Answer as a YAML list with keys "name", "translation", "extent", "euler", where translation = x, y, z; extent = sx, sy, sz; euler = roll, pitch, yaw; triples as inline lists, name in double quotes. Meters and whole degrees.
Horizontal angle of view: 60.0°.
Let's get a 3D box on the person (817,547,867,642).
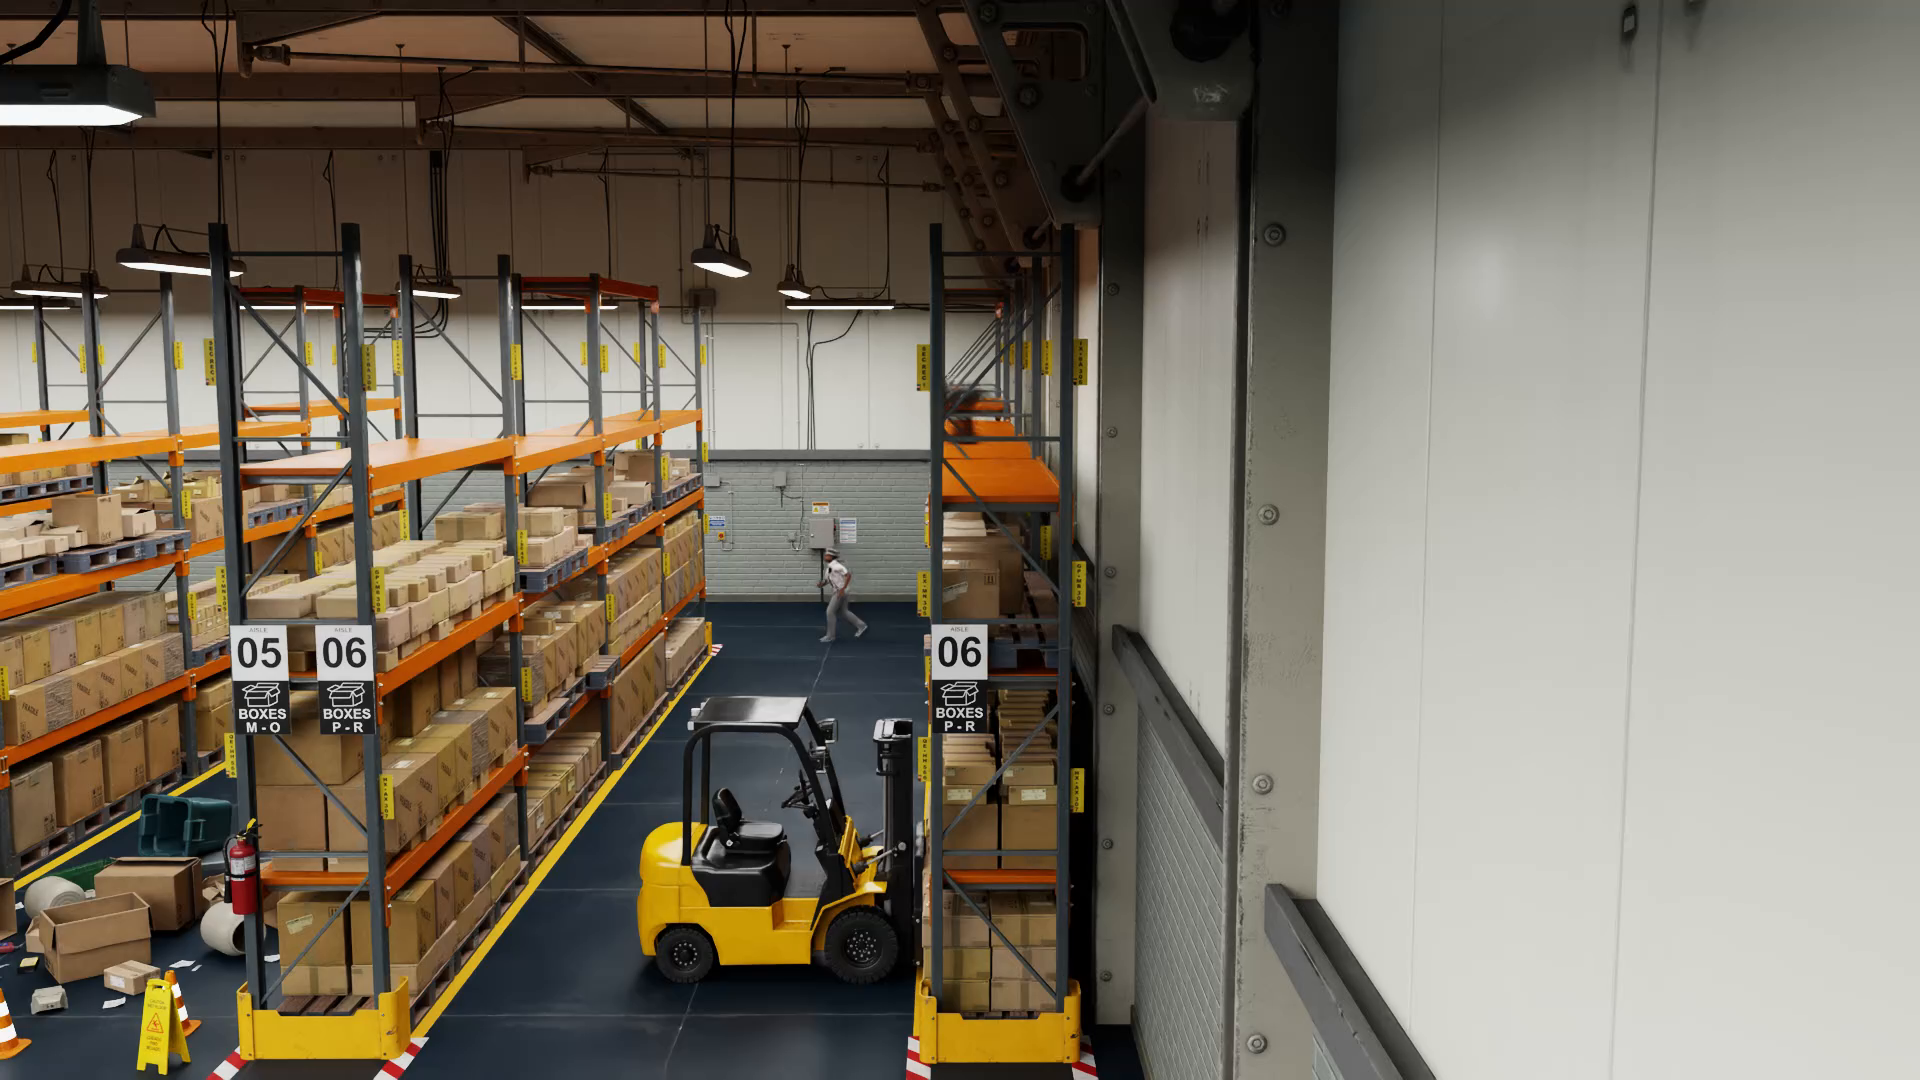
- name: "person"
  translation: [-2.066, 0.945, 29.229]
  extent: [0.904, 1.659, 0.566]
  euler: [-2, 7, -13]
